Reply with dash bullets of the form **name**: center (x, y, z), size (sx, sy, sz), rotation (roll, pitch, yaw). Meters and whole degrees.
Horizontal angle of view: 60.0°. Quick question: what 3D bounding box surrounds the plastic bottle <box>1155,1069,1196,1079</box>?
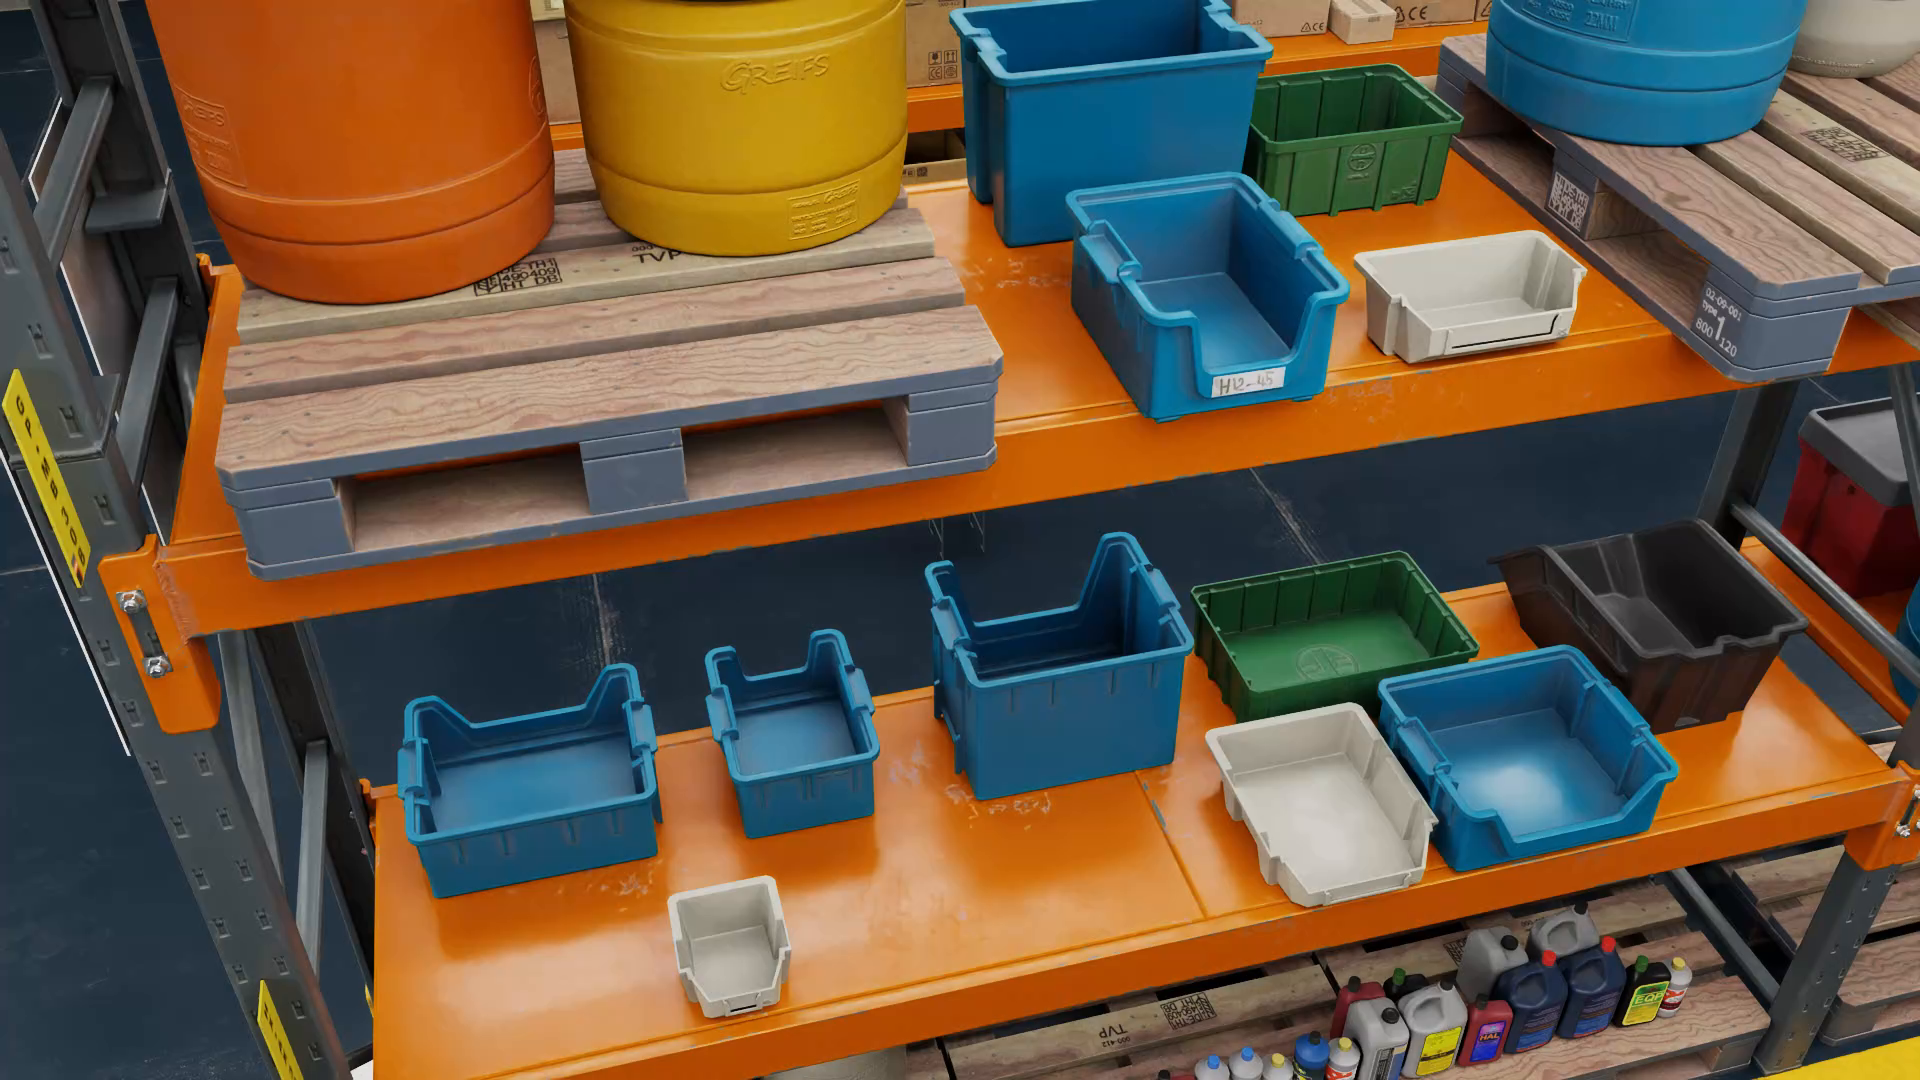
- **plastic bottle**: center (0.591, 1.561, 4.615), size (0.133, 0.283, 0.061), rotation (-9, 38, -11)

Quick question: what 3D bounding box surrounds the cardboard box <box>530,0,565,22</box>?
- **cardboard box**: center (-1.821, -2.435, 7.349), size (0.250, 0.149, 0.380), rotation (-9, 38, -12)

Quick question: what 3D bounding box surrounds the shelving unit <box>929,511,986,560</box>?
- **shelving unit**: center (-0.014, -0.474, 6.882), size (0.189, 1.200, 0.258), rotation (-9, 38, -12)

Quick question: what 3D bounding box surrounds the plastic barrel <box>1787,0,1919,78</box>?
- **plastic barrel**: center (1.931, -1.297, 3.570), size (0.421, 0.512, 0.421), rotation (0, 37, 0)

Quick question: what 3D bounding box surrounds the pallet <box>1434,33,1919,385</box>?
- **pallet**: center (1.727, -0.792, 3.504), size (1.003, 0.211, 1.213), rotation (-9, 38, -12)

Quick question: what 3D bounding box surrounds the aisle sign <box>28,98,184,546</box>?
- **aisle sign**: center (-1.611, -0.409, 3.177), size (0.004, 0.787, 0.394), rotation (-9, 38, -12)

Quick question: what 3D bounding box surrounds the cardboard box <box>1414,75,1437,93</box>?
- **cardboard box**: center (2.896, -2.525, 9.537), size (0.500, 0.311, 0.500), rotation (-10, 38, -13)

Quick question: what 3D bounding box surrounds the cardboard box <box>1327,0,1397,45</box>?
- **cardboard box**: center (2.019, -2.674, 8.484), size (0.250, 0.149, 0.380), rotation (-9, 38, -12)

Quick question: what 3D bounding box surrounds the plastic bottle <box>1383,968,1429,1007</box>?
- **plastic bottle**: center (1.303, 1.353, 4.886), size (0.133, 0.283, 0.061), rotation (-9, 38, -12)

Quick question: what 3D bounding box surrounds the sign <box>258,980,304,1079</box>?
- **sign**: center (-1.324, 1.000, 3.247), size (0.005, 0.325, 0.100), rotation (-9, 38, -12)

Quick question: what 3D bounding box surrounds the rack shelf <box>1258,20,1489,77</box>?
- **rack shelf**: center (3.041, -2.785, 9.014), size (4.000, 0.370, 1.077), rotation (-9, 38, -12)

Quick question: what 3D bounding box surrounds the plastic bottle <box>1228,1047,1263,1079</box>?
- **plastic bottle**: center (0.795, 1.520, 4.677), size (0.097, 0.271, 0.097), rotation (0, 37, 0)

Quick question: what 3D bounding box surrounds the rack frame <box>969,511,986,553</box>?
- **rack frame**: center (0.074, -0.489, 6.901), size (0.006, 1.200, 0.240), rotation (-9, 38, -12)

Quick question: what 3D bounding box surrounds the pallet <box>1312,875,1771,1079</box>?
- **pallet**: center (1.739, 1.342, 5.322), size (1.213, 0.211, 1.003), rotation (-9, 38, -12)

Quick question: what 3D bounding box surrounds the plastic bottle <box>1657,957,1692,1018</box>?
- **plastic bottle**: center (2.129, 1.329, 4.984), size (0.097, 0.201, 0.097), rotation (0, 37, 0)

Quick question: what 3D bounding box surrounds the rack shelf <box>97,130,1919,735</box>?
- **rack shelf**: center (0.467, -0.436, 3.475), size (4.000, 0.370, 1.077), rotation (-9, 38, -12)

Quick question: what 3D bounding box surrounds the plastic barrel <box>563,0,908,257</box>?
- **plastic barrel**: center (-0.396, -0.902, 2.991), size (0.600, 0.588, 0.600), rotation (0, 37, 0)

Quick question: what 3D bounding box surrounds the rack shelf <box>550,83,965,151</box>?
- **rack shelf**: center (-0.821, -2.151, 8.185), size (4.000, 0.370, 1.077), rotation (-9, 38, -12)

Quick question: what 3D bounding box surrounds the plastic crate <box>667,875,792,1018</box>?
- **plastic crate**: center (-0.516, 0.938, 3.772), size (0.250, 0.136, 0.298), rotation (-9, 38, -12)

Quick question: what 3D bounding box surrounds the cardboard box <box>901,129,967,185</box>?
- **cardboard box**: center (-0.248, -1.771, 8.396), size (0.500, 0.500, 0.500), rotation (-9, 38, -12)

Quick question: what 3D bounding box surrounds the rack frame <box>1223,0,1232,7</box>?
- **rack frame**: center (1.110, -2.754, 8.381), size (0.127, 3.000, 1.000), rotation (-9, 38, -12)

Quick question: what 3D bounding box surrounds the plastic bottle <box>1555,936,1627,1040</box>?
- **plastic bottle**: center (1.851, 1.301, 4.899), size (0.185, 0.351, 0.144), rotation (-10, 39, -13)

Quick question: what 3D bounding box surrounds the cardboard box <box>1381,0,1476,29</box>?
- **cardboard box**: center (2.365, -2.989, 8.606), size (0.500, 0.500, 0.500), rotation (-7, 38, -9)

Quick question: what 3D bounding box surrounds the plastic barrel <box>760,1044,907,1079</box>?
- **plastic barrel**: center (-0.364, 1.379, 4.681), size (0.421, 0.512, 0.421), rotation (0, 37, 0)

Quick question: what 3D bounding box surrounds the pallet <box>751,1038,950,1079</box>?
- **pallet**: center (-0.617, 1.728, 4.817), size (1.213, 0.211, 1.003), rotation (-9, 38, -12)

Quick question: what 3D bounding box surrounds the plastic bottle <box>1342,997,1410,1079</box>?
- **plastic bottle**: center (1.196, 1.436, 4.784), size (0.135, 0.276, 0.152), rotation (-9, 38, -11)

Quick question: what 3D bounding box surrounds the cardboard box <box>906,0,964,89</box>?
- **cardboard box**: center (-0.309, -2.555, 8.039), size (0.500, 0.500, 0.700), rotation (-9, 38, -11)

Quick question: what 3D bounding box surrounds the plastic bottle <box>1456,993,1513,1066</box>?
- **plastic bottle**: center (1.520, 1.408, 4.814), size (0.133, 0.283, 0.061), rotation (-7, 38, -9)

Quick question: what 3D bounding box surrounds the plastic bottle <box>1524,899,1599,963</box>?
- **plastic bottle**: center (1.814, 1.216, 5.009), size (0.185, 0.351, 0.144), rotation (-9, 38, -12)

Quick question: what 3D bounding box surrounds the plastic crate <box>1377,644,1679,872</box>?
- **plastic crate**: center (1.400, 0.546, 4.190), size (0.616, 0.251, 0.499), rotation (-9, 38, -12)

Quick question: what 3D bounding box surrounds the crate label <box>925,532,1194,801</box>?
- **crate label**: center (0.243, 0.322, 4.331), size (0.616, 0.435, 0.502), rotation (-9, 38, -12)

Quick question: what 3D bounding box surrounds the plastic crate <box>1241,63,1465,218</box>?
- **plastic crate**: center (0.804, -0.865, 3.617), size (0.450, 0.188, 0.336), rotation (-9, 38, -12)

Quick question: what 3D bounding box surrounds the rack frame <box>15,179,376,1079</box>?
- **rack frame**: center (-1.464, 0.786, 3.754), size (0.127, 3.000, 1.000), rotation (-9, 38, -12)

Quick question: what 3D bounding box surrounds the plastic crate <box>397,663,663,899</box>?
- **plastic crate**: center (-1.058, 0.590, 4.132), size (0.616, 0.251, 0.499), rotation (-9, 38, -12)

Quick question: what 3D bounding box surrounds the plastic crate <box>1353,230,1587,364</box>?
- **plastic crate**: center (0.954, -0.443, 3.108), size (0.396, 0.136, 0.243), rotation (-9, 38, -12)

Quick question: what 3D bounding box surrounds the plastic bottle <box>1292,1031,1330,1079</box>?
- **plastic bottle**: center (0.991, 1.488, 4.719), size (0.097, 0.271, 0.097), rotation (0, 37, 0)
